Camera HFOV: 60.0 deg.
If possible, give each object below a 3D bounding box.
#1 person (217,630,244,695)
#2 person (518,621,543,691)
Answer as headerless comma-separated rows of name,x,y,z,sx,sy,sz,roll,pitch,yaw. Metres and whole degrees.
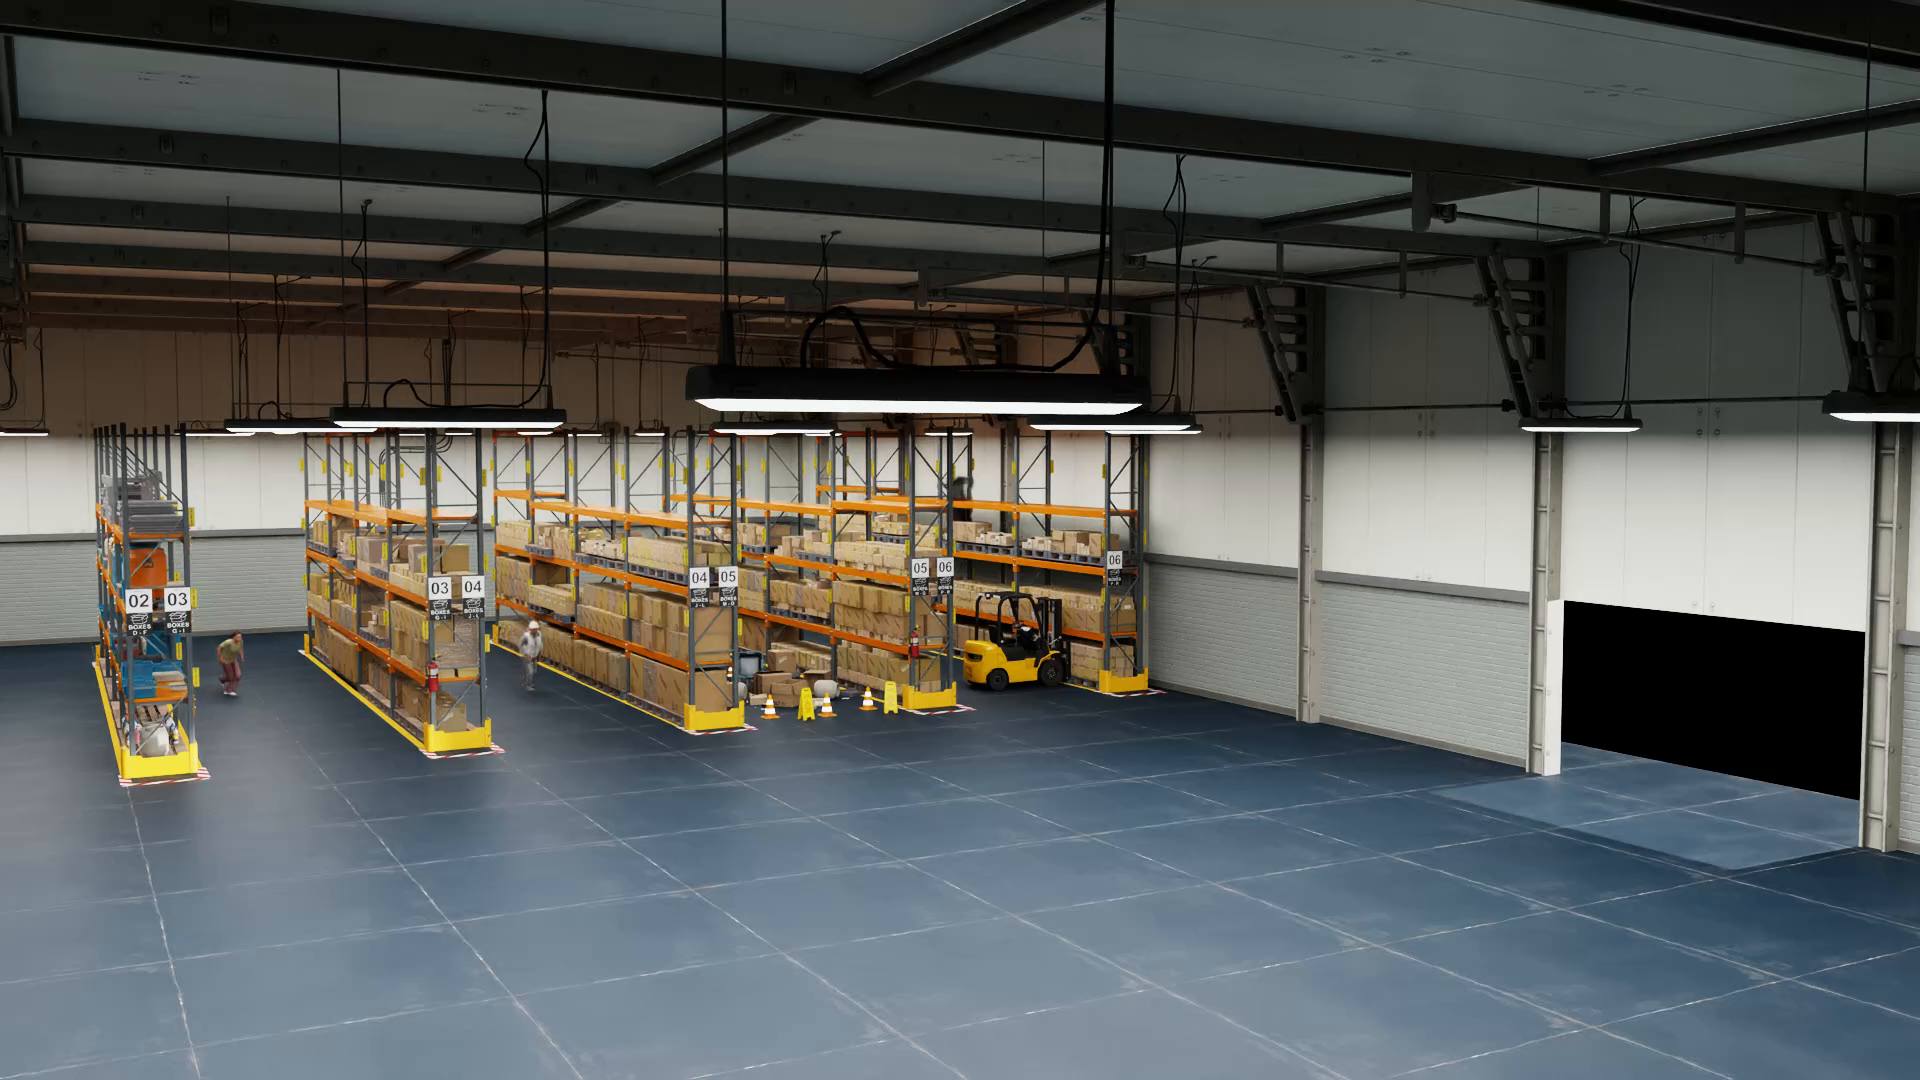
person,-16.359,2.741,37.187,0.880,1.485,0.596,2,4,35
person,-9.770,2.623,37.788,0.909,1.632,0.688,2,4,35
